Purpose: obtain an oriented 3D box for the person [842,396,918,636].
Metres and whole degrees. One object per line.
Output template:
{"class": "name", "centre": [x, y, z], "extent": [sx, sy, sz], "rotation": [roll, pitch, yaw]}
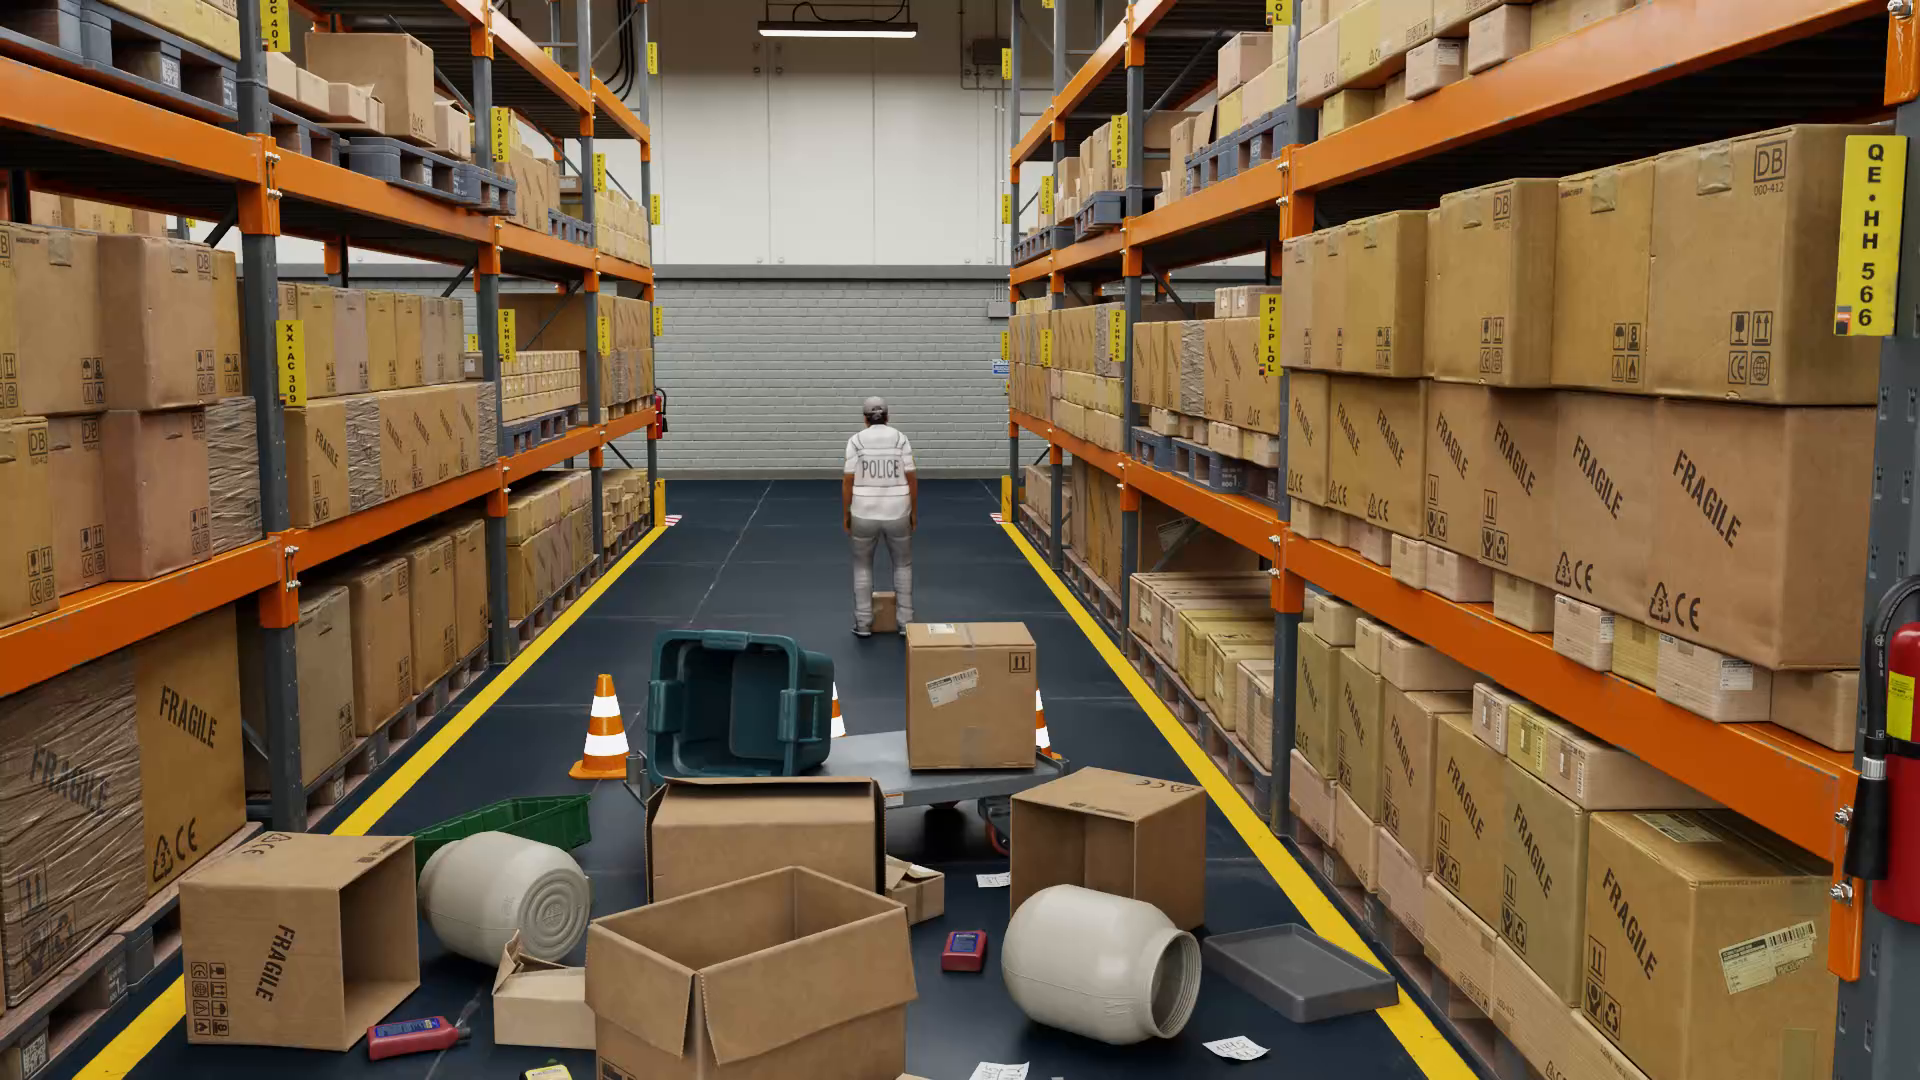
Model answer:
{"class": "person", "centre": [-0.545, -0.165, 11.573], "extent": [0.540, 1.667, 0.467], "rotation": [0, 7, -4]}
